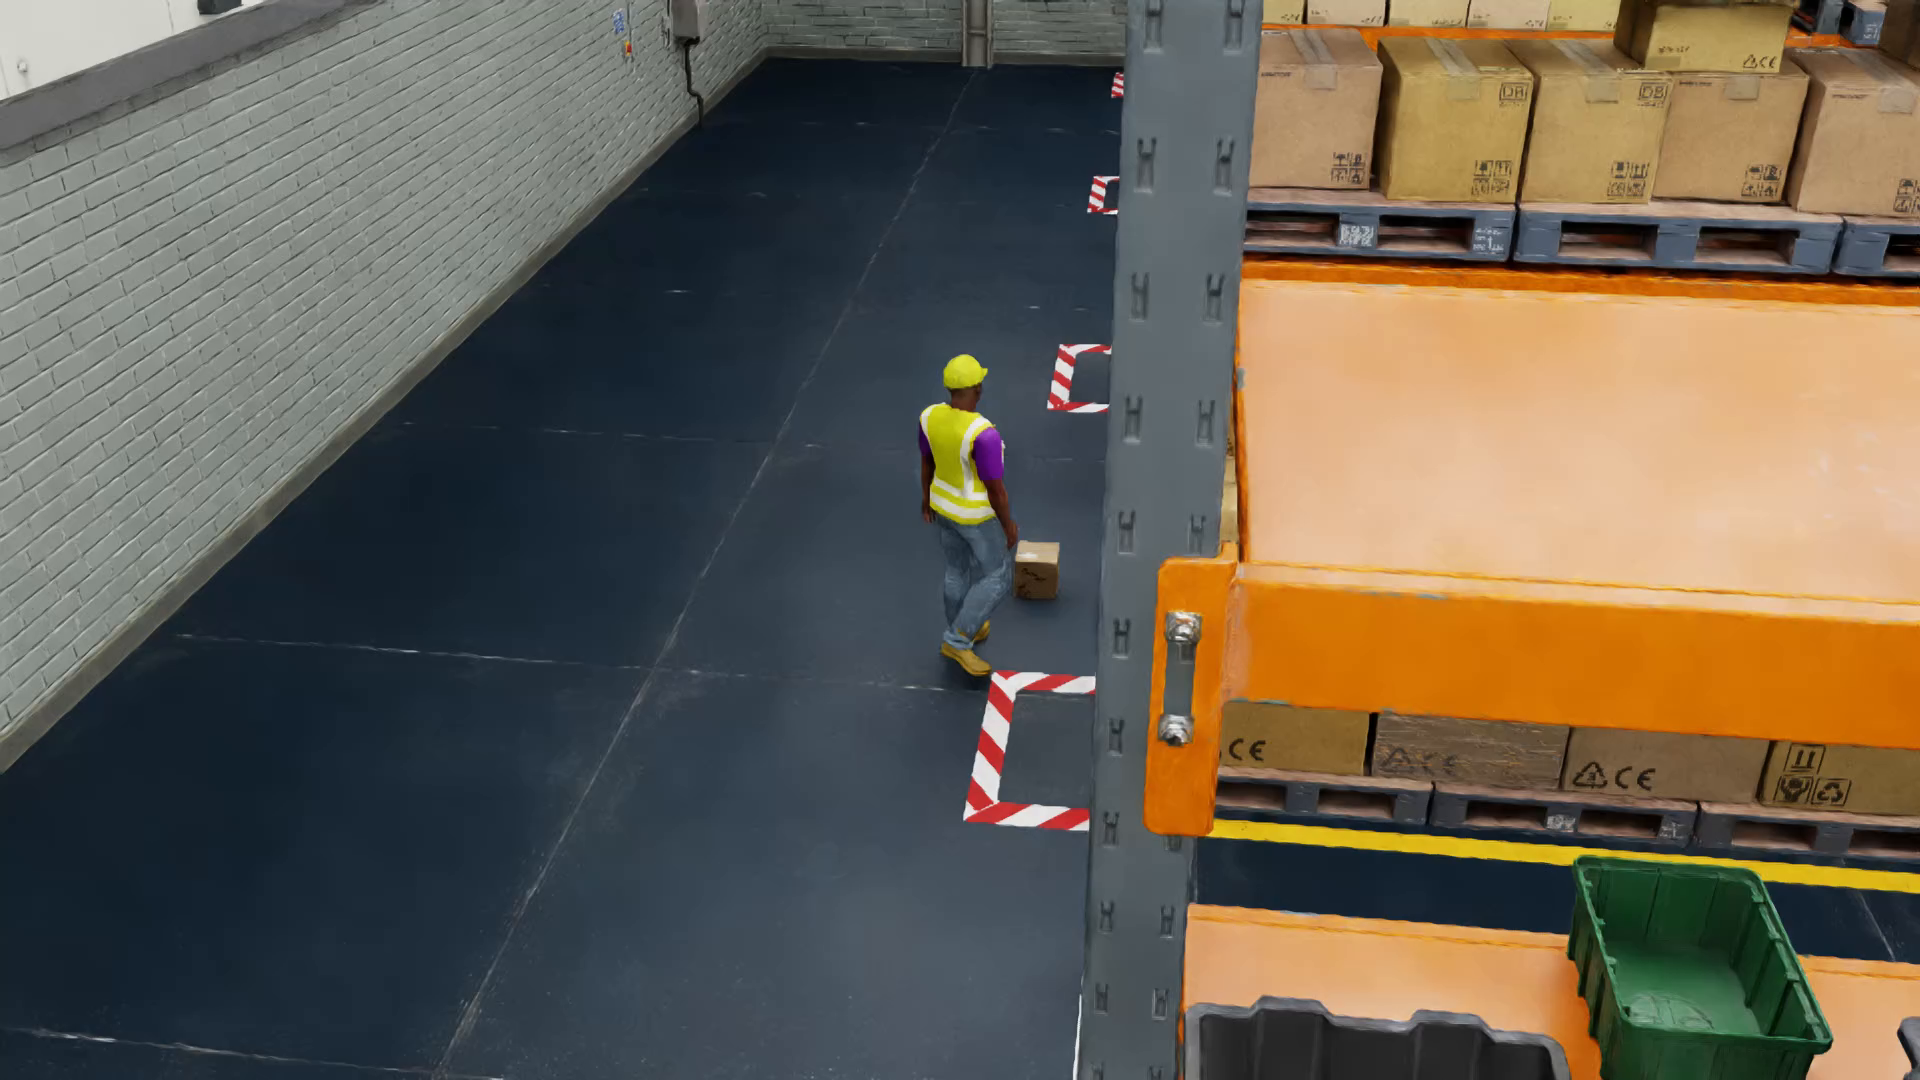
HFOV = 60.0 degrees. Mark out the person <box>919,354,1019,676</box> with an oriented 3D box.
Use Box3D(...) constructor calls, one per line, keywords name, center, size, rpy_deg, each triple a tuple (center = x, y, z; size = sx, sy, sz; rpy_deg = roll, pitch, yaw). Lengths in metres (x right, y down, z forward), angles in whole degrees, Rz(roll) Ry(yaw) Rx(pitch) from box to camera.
Box3D(name="person", center=(0.027, -0.155, 8.983), size=(0.523, 1.766, 0.667), rpy_deg=(-23, 36, -36))
